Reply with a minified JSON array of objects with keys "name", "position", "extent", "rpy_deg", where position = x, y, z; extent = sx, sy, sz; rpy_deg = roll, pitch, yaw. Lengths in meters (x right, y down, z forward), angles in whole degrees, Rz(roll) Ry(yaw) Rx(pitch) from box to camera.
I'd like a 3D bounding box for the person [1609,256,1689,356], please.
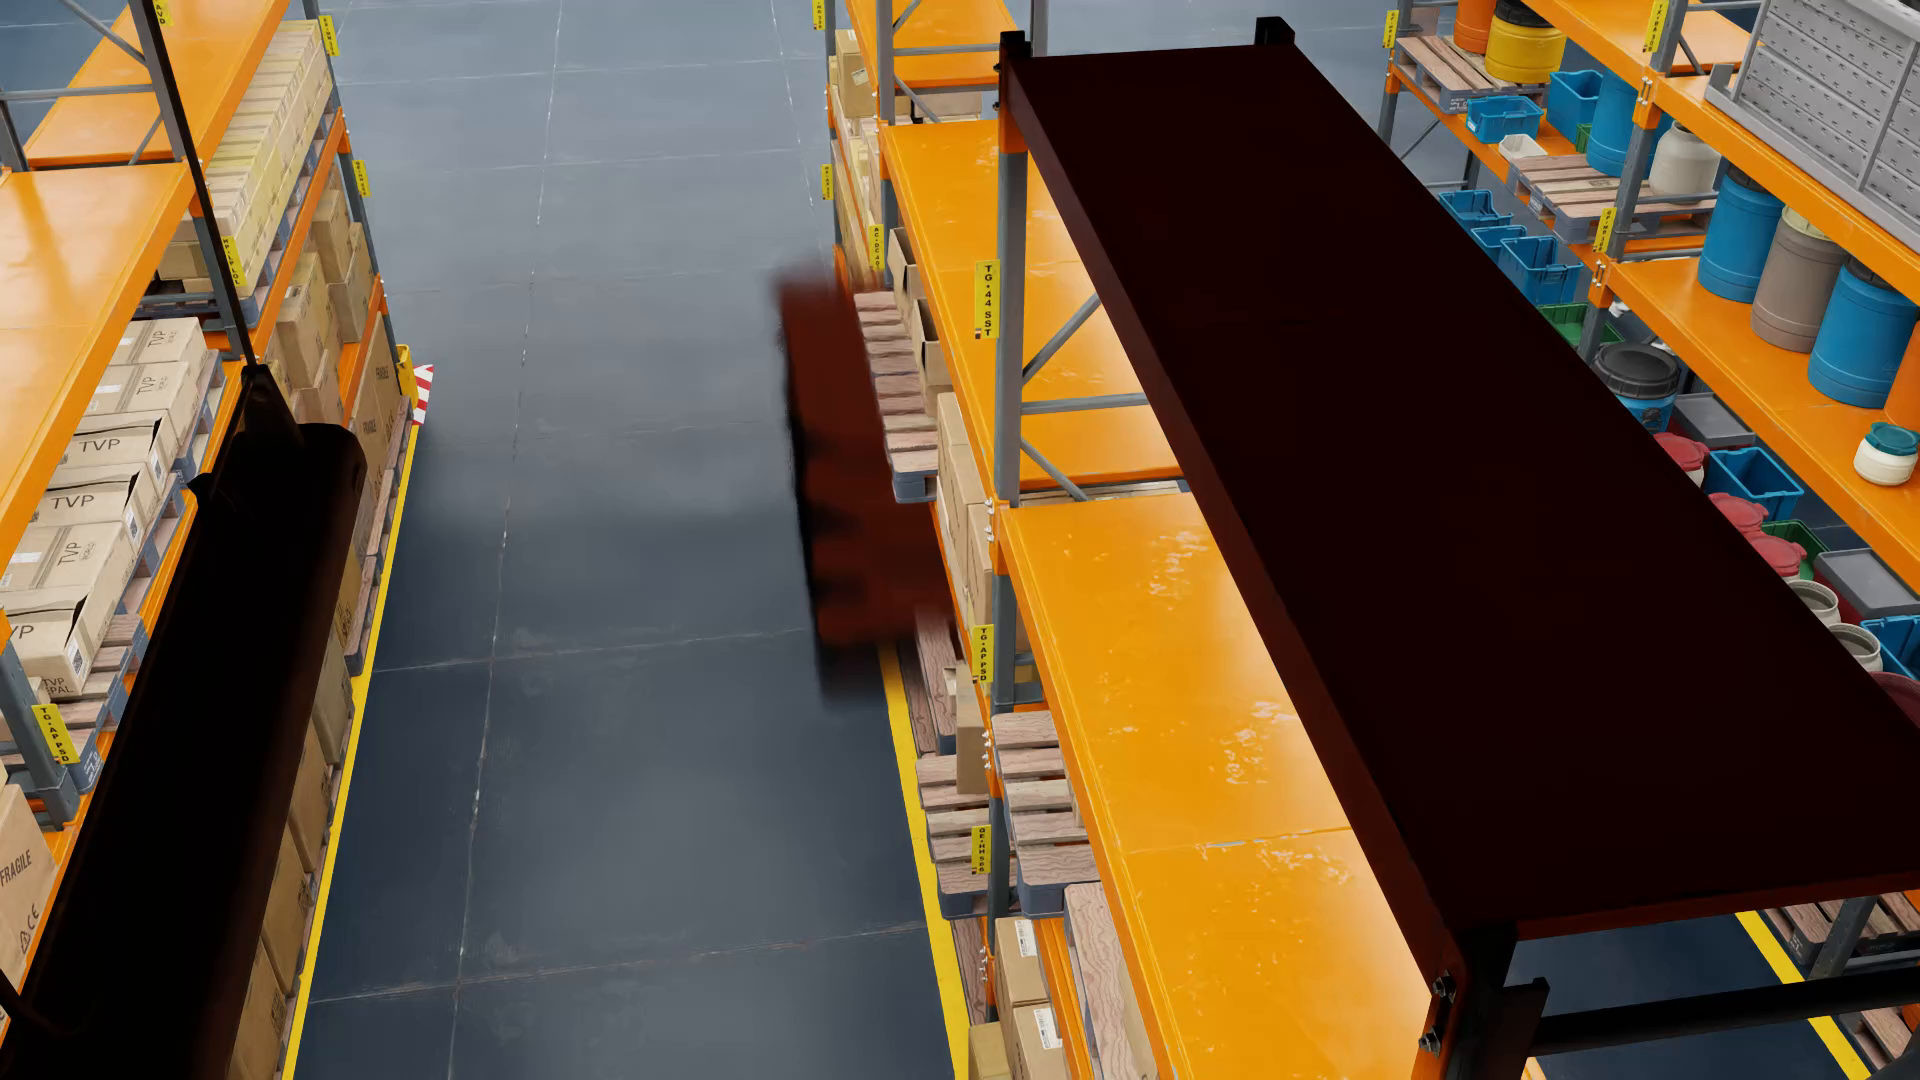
[{"name":"person","position":[6.500,-2.627,15.615],"extent":[0.517,1.624,1.018],"rpy_deg":[-25,43,-30]}]
